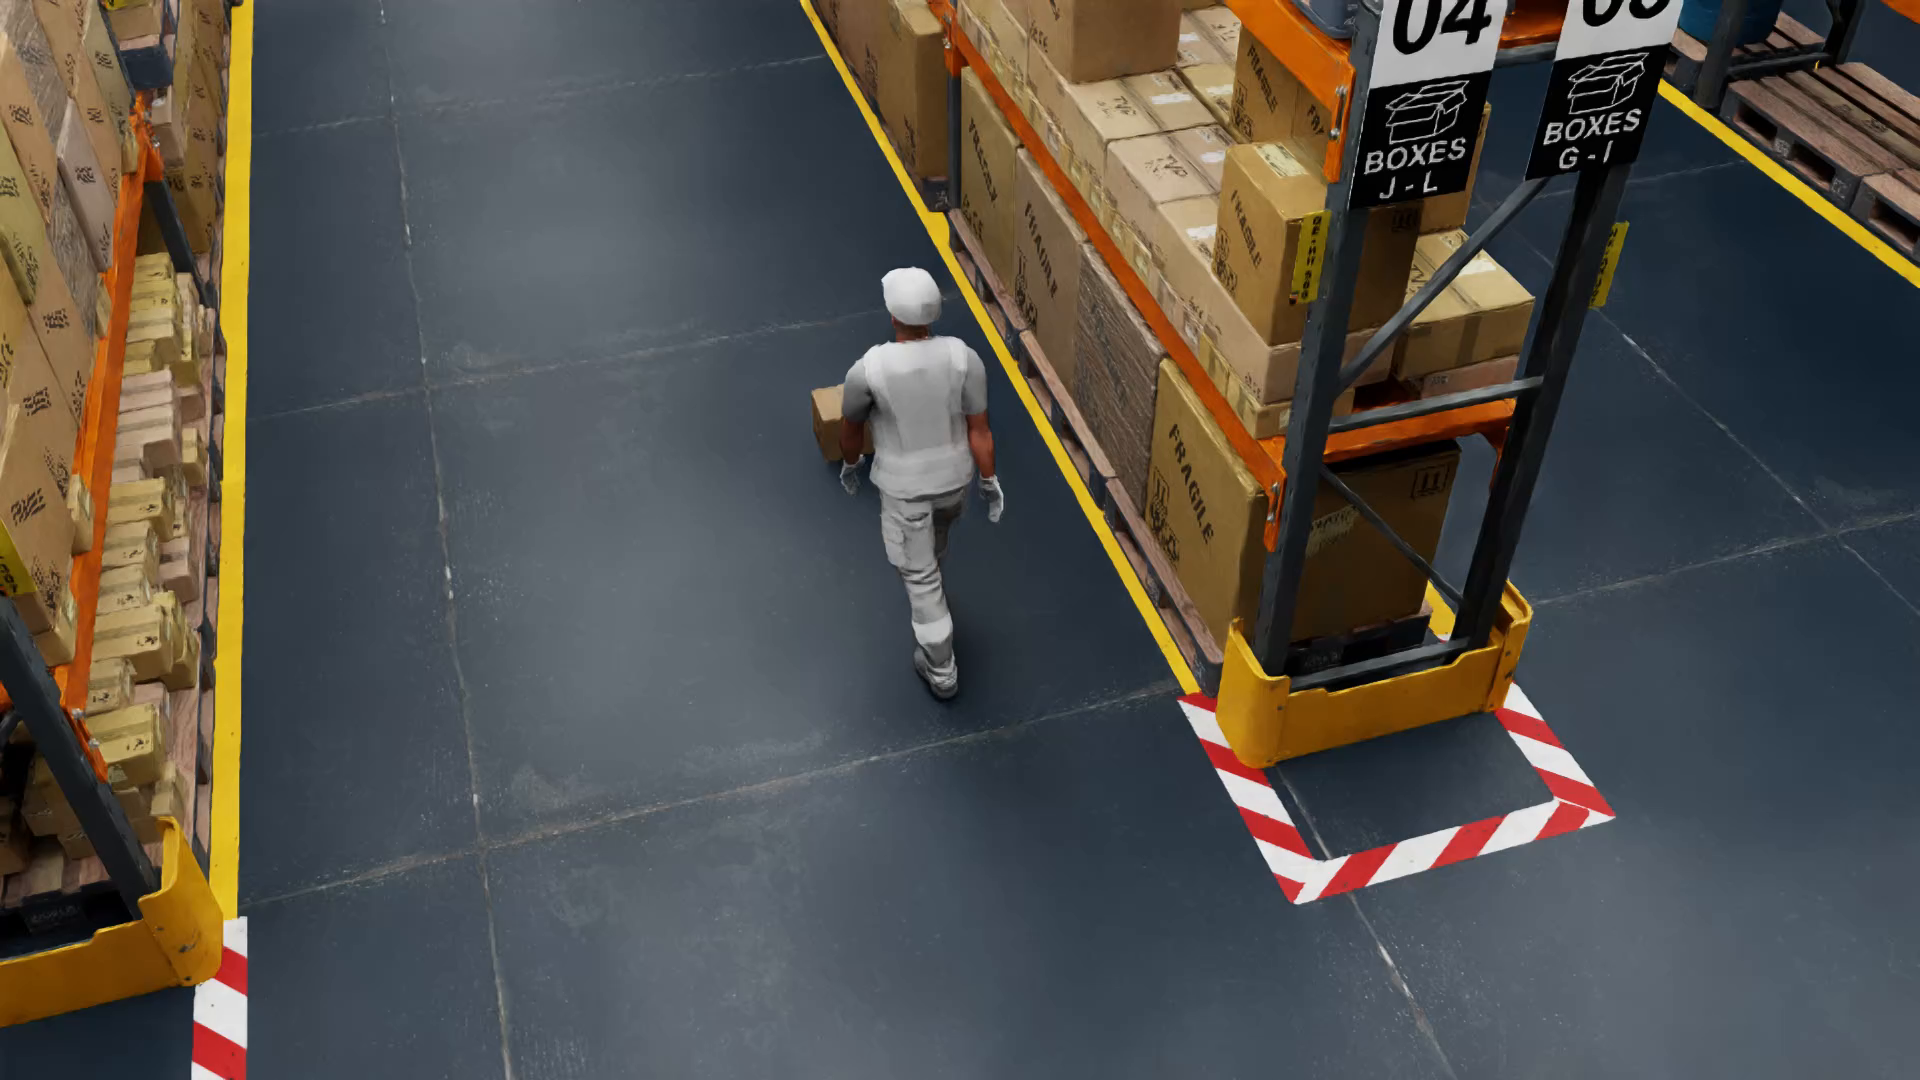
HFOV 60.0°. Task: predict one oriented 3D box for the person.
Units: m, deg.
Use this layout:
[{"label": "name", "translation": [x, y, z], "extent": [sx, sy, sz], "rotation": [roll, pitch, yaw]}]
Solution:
[{"label": "person", "translation": [-0.184, -0.317, 6.495], "extent": [0.572, 1.731, 0.995], "rotation": [-12, 43, -14]}]
